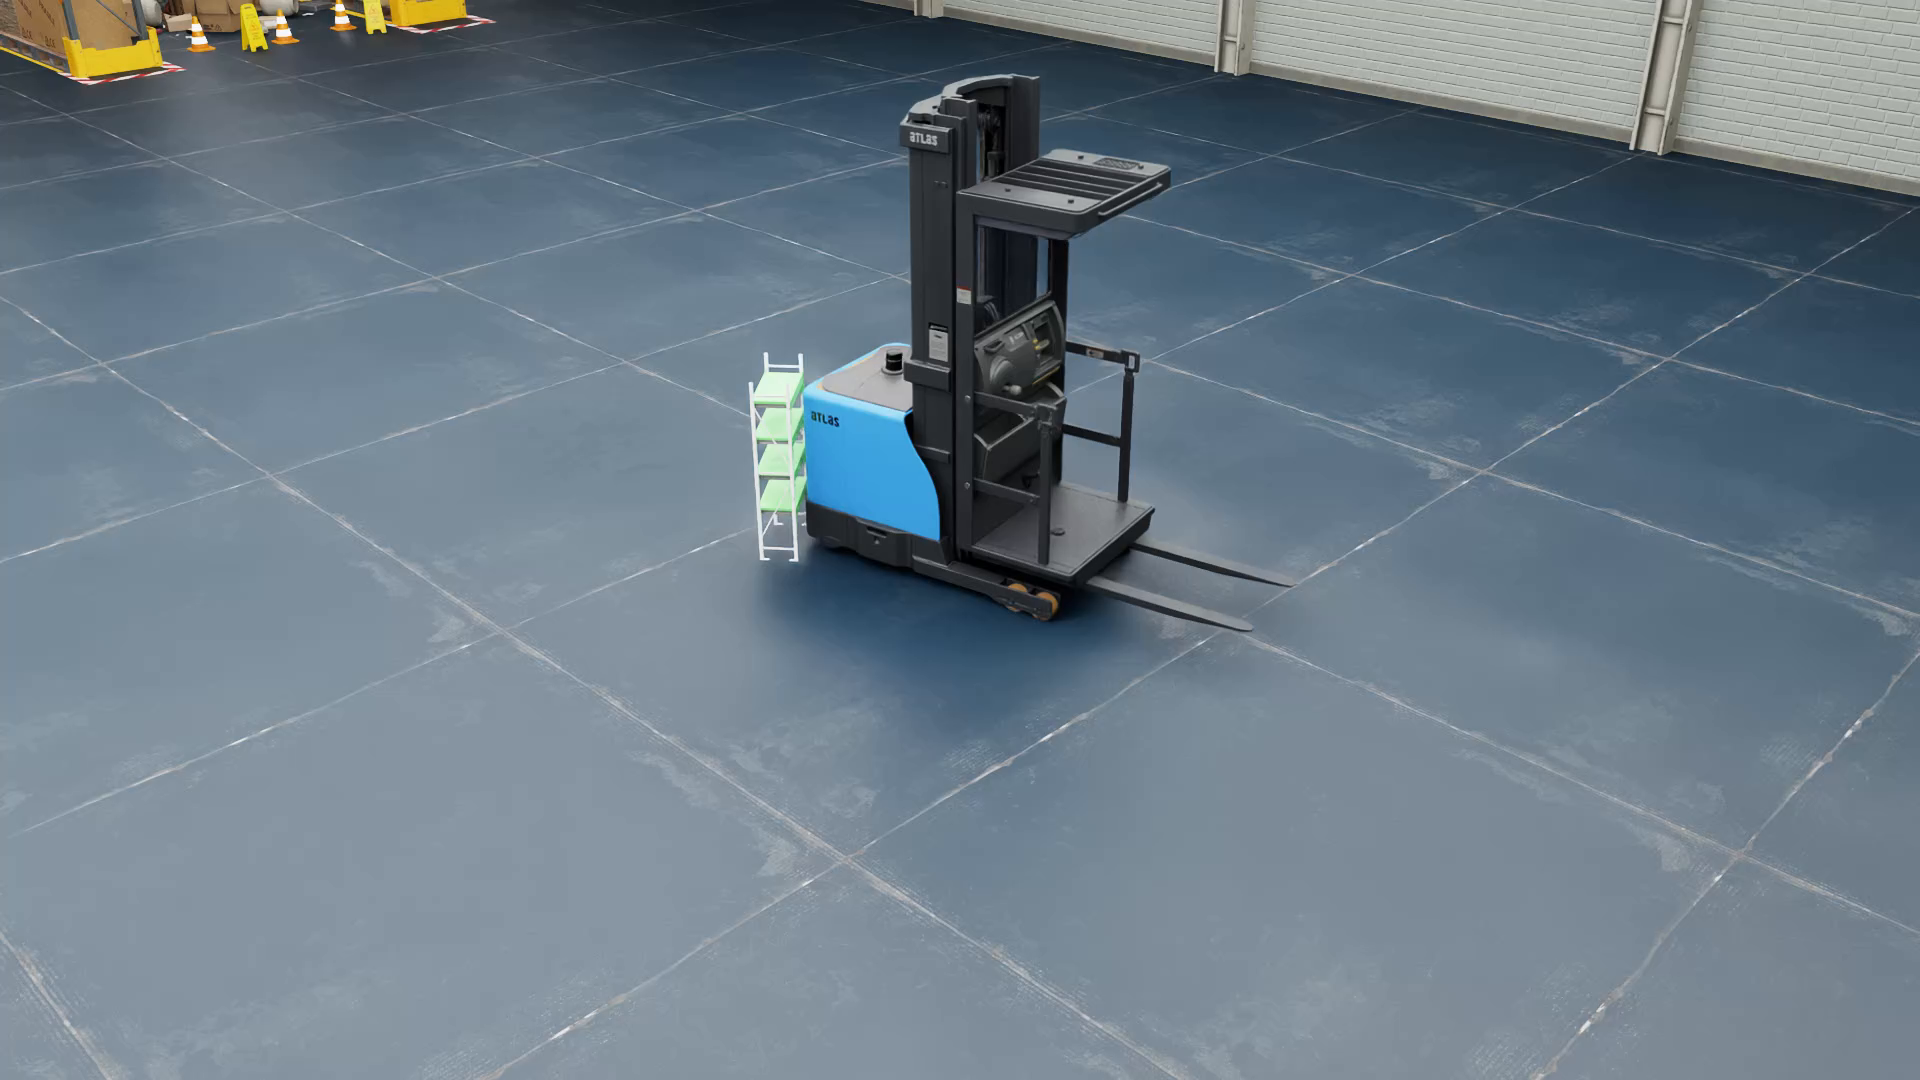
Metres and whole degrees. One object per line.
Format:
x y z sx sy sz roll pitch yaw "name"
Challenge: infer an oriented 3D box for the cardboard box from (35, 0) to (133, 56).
-12.313 -7.348 23.327 0.875 0.875 0.875 25 37 39 "cardboard box"

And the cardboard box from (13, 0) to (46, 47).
-12.942 -7.635 23.872 0.875 0.875 0.875 24 36 38 "cardboard box"

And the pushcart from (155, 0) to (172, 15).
-12.800 -8.951 27.360 0.936 0.377 1.648 12 30 22 "pushcart"

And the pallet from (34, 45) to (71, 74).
-12.408 -6.904 23.647 1.213 0.211 1.003 25 36 38 "pallet"

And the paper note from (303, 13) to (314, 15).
-10.543 -8.512 26.898 0.148 0.019 0.142 12 30 22 "paper note"

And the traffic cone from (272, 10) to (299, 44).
-10.131 -7.689 24.869 0.334 0.463 0.336 25 36 38 "traffic cone"

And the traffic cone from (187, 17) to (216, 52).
-11.166 -7.425 24.367 0.334 0.463 0.336 25 36 38 "traffic cone"

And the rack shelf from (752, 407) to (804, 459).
-1.123 -0.673 10.356 0.258 0.148 0.480 2 28 4 "rack shelf"

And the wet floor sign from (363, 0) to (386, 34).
-8.999 -8.120 25.493 0.267 0.644 0.232 -13 30 -22 "wet floor sign"

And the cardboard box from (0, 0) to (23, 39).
-13.590 -7.933 24.439 0.875 0.875 0.875 25 37 39 "cardboard box"

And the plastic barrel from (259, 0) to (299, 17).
-10.919 -8.610 26.664 0.512 0.421 0.421 -3 28 -5 "plastic barrel"

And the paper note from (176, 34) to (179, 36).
-11.960 -7.719 25.412 0.032 0.001 0.123 -7 29 -14 "paper note"

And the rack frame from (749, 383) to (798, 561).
-1.142 -0.404 10.223 0.240 1.200 0.015 2 28 4 "rack frame"

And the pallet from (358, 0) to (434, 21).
-8.993 -8.647 26.961 1.213 0.211 1.003 25 36 38 "pallet"

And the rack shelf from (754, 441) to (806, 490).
-1.123 -0.461 10.468 0.258 0.148 0.480 2 28 4 "rack shelf"

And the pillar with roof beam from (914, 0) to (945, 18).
-3.512 -11.023 22.037 0.400 9.000 9.100 25 36 38 "pillar with roof beam"

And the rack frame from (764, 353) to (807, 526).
-1.103 -0.631 10.653 0.240 1.200 0.015 2 28 4 "rack frame"

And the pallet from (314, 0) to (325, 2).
-10.733 -9.443 28.475 1.213 0.211 1.003 25 36 38 "pallet"

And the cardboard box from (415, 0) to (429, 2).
-8.766 -8.903 26.955 0.500 0.250 0.500 24 36 38 "cardboard box"

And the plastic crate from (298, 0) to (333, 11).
-10.692 -8.808 27.408 0.583 0.080 0.402 12 30 22 "plastic crate"

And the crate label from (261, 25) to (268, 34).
-10.735 -7.781 25.394 0.298 0.136 0.250 7 29 13 "crate label"

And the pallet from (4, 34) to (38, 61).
-13.274 -7.302 24.404 1.213 0.211 1.003 25 36 38 "pallet"

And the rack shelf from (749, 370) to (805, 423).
-1.123 -0.886 10.244 0.258 0.148 0.480 2 28 4 "rack shelf"

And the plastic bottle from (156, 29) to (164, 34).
-12.354 -7.793 25.498 0.133 0.061 0.283 12 30 22 "plastic bottle"

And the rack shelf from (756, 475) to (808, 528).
-1.123 -0.248 10.579 0.258 0.148 0.480 2 28 4 "rack shelf"

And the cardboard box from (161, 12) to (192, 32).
-12.118 -8.049 25.765 0.396 0.266 0.258 -18 33 -31 "cardboard box"

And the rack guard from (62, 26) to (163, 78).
-11.766 -6.789 23.118 0.348 0.500 1.175 25 36 38 "rack guard"

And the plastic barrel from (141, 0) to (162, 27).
-12.751 -8.207 25.897 0.512 0.421 0.421 -3 28 -5 "plastic barrel"

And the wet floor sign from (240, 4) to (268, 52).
-10.374 -7.509 24.331 0.232 0.644 0.267 18 33 30 "wet floor sign"

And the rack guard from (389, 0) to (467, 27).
-8.439 -8.498 26.367 0.348 0.500 1.175 25 36 38 "rack guard"

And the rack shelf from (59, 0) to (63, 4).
-13.209 -8.238 23.960 4.000 0.370 1.077 25 36 38 "rack shelf"

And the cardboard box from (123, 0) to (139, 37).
-12.809 -7.937 25.299 0.500 0.500 0.500 -18 33 -31 "cardboard box"

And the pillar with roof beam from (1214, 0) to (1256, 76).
0.767 -9.065 18.314 0.400 9.000 9.100 25 36 38 "pillar with roof beam"

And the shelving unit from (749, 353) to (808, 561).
-1.123 -0.517 10.438 0.258 1.200 0.503 2 28 4 "shelving unit"

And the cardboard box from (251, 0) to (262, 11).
-11.427 -8.978 27.278 0.500 0.500 0.500 -3 28 -5 "cardboard box"

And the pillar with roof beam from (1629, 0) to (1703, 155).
5.045 -7.107 14.591 0.400 9.000 9.100 25 36 38 "pillar with roof beam"

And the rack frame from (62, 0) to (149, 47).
-11.783 -7.903 22.551 0.127 3.000 1.000 25 36 38 "rack frame"

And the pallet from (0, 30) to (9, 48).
-14.148 -7.700 25.161 1.213 0.211 1.003 25 36 38 "pallet"

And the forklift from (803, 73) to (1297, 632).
0.531 -1.102 9.689 3.031 2.935 1.130 17 32 29 "forklift"

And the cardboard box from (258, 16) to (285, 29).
-10.735 -8.074 25.939 0.380 0.149 0.250 -7 29 -14 "cardboard box"

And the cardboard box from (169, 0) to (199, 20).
-12.085 -8.570 26.355 0.503 0.637 0.797 25 36 38 "cardboard box"

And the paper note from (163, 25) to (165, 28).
-12.384 -8.055 26.038 0.172 0.023 0.155 -13 30 -22 "paper note"

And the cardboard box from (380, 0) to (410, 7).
-9.167 -8.730 26.627 0.500 0.250 0.500 24 36 38 "cardboard box"

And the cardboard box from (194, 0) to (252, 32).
-11.412 -8.207 25.811 0.637 0.503 0.797 2 28 4 "cardboard box"

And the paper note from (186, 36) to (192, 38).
-11.681 -7.650 25.261 0.144 0.017 0.142 -13 30 -22 "paper note"

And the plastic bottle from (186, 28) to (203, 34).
-11.786 -7.819 25.548 0.283 0.061 0.133 12 30 22 "plastic bottle"

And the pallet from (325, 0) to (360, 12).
-9.859 -9.045 27.717 1.213 0.211 1.003 25 36 38 "pallet"

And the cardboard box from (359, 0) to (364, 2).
-9.513 -8.894 26.938 0.500 0.250 0.500 25 37 39 "cardboard box"

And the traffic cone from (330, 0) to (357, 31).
-9.596 -8.169 25.781 0.334 0.463 0.336 25 36 38 "traffic cone"
